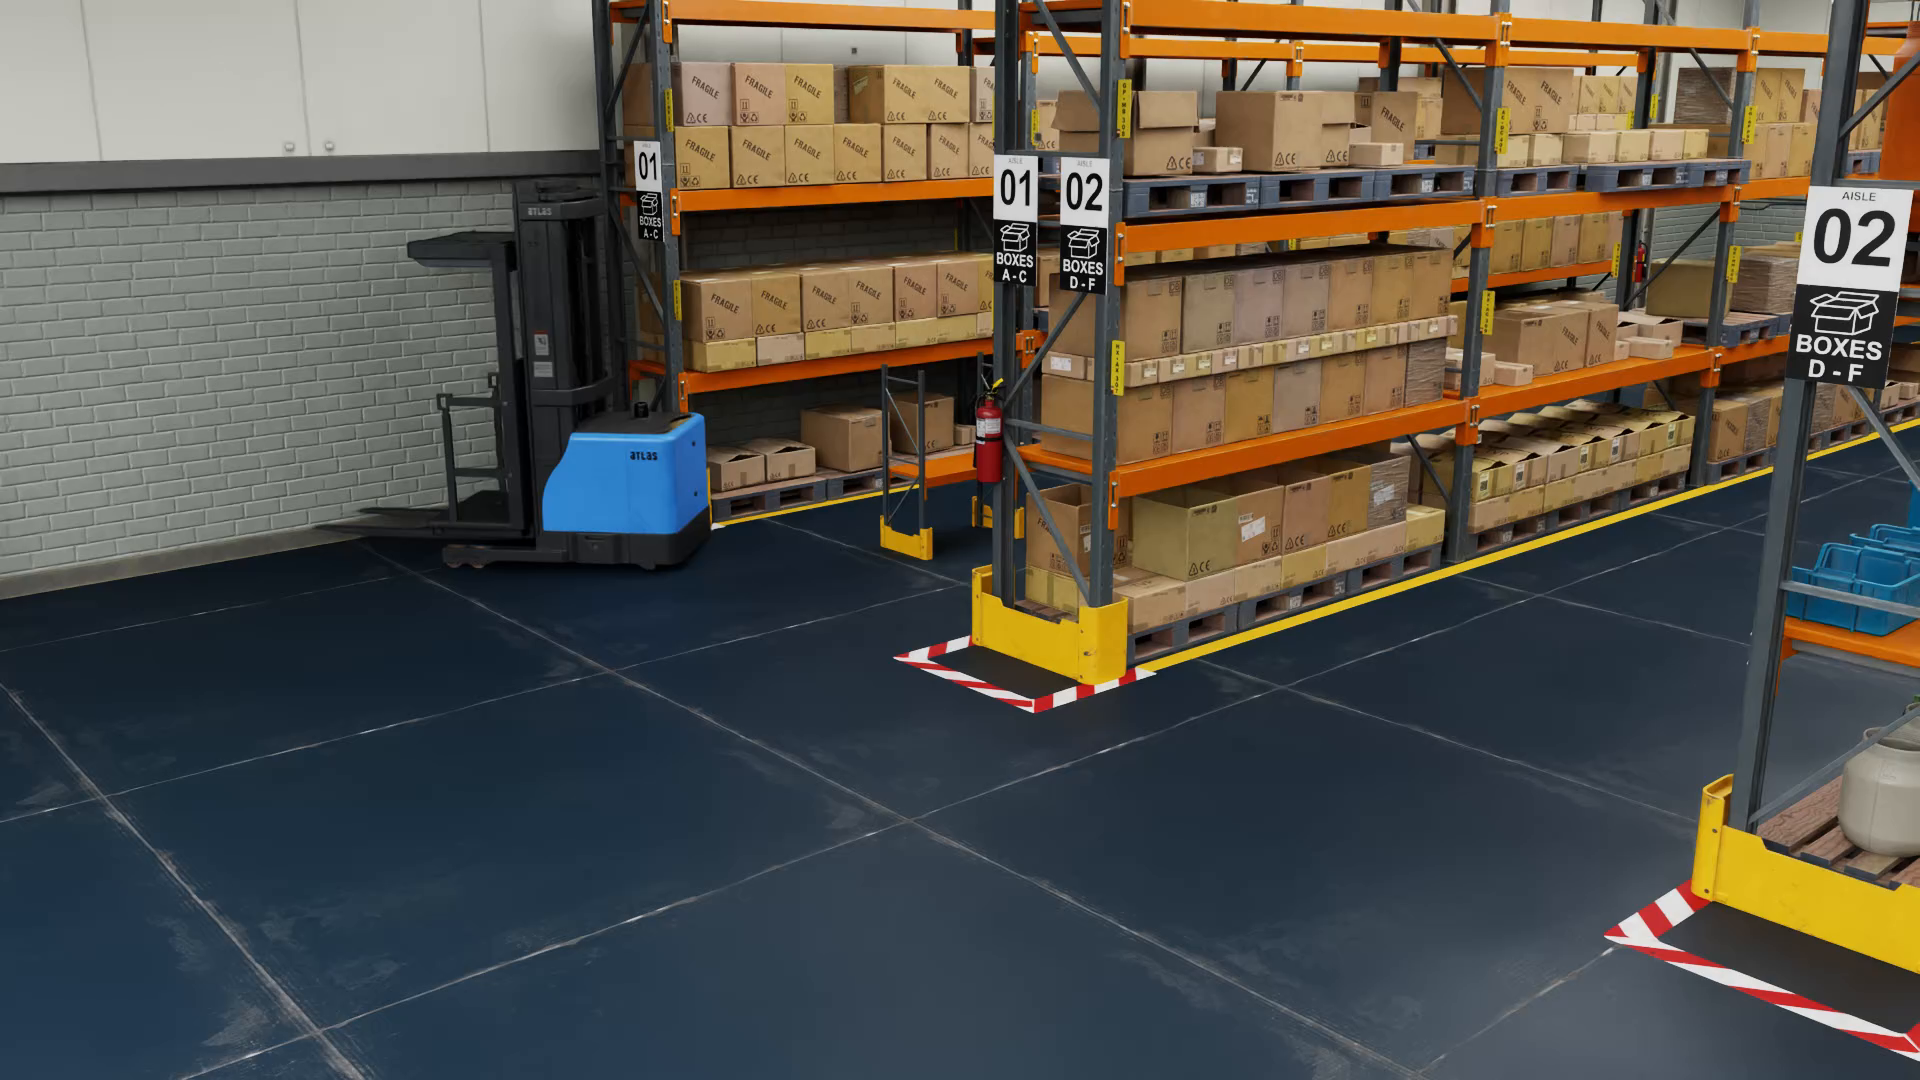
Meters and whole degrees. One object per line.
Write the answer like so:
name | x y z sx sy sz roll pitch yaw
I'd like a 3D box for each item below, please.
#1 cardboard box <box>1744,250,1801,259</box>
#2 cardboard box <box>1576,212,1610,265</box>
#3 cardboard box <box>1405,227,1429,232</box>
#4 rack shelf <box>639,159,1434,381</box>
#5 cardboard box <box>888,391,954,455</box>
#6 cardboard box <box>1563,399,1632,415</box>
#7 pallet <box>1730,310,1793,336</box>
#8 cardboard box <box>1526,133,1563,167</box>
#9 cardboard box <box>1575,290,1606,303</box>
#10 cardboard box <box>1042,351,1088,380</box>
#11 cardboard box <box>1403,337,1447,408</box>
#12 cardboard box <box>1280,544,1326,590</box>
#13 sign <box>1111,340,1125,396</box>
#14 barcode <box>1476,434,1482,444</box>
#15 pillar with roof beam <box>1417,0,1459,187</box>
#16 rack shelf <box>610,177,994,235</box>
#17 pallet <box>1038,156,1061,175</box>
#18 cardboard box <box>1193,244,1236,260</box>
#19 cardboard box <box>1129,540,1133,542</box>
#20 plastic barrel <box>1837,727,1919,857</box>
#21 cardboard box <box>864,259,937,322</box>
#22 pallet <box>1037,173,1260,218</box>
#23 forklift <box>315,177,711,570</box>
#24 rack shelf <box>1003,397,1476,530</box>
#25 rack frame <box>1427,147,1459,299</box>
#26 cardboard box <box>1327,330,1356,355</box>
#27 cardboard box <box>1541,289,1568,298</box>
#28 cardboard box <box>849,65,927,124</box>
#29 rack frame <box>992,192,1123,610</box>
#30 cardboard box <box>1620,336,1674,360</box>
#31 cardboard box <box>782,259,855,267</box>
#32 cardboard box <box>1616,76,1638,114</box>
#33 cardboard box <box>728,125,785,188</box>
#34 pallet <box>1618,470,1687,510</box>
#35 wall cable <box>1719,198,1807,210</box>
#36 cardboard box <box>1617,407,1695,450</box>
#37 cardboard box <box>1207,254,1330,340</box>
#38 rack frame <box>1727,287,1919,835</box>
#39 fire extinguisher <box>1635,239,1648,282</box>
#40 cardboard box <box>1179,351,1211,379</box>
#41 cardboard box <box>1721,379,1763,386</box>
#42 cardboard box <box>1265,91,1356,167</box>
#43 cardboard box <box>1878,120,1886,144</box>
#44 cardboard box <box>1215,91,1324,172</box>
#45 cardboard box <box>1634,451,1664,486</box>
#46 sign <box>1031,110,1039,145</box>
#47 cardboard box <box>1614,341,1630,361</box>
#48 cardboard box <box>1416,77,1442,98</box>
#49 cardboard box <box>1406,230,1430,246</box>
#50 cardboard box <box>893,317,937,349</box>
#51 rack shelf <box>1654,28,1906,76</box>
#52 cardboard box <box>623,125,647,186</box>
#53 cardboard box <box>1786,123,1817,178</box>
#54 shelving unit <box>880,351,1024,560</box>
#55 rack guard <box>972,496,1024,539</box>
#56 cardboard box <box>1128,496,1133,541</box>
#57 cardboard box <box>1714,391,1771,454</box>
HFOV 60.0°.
cardboard box | 8.346 -2.657 16.877 0.700 0.500 0.500 10 18 33
cardboard box | 8.481 -4.290 23.416 0.700 0.700 0.980 -13 20 -40
cardboard box | 5.422 -3.945 20.444 0.500 0.250 0.500 -12 19 -38
rack shelf | 1.916 -3.161 17.833 11.843 1.649 1.077 -13 19 -39
cardboard box | -0.408 -1.147 16.223 0.500 0.500 0.500 14 21 43
cardboard box | 6.033 -1.153 15.683 0.500 0.311 0.500 -12 19 -38
pallet | 8.084 -2.277 16.834 1.213 0.211 1.003 -13 19 -39
cardboard box | 4.487 -3.138 13.348 0.500 0.250 0.500 14 20 42
cardboard box | 8.961 -3.472 23.708 0.250 0.149 0.380 -13 20 -40
cardboard box | 0.749 -1.148 10.784 0.250 0.149 0.380 -13 20 -40
cardboard box | 3.272 -1.334 12.737 0.500 0.500 0.700 -13 20 -41
cardboard box | 2.269 0.140 11.928 0.500 0.250 0.500 -13 19 -39
sign | 0.945 -1.032 9.969 0.005 0.325 0.100 -13 19 -39
barcode | 4.069 -0.793 13.036 0.075 0.075 0.001 -13 19 -39
pillar with roof beam | 9.170 -6.028 18.880 0.400 9.000 9.100 -13 19 -39
rack shelf | -1.160 -3.088 15.082 4.000 0.370 1.077 -13 19 -39
pallet | 0.884 -3.768 16.595 1.003 0.211 1.213 -13 19 -39
cardboard box | 2.614 -3.083 18.432 0.700 0.500 0.500 14 20 42
cardboard box | 1.541 0.121 12.000 0.500 0.250 0.500 -13 19 -39
plastic barrel | 4.280 1.153 7.627 0.421 0.512 0.421 0 15 0
cardboard box | -0.565 -2.316 15.407 0.500 0.500 0.500 -13 20 -41
pallet | 1.136 -2.206 10.553 1.213 0.211 1.003 -13 19 -39
forklift | -3.600 -1.334 13.063 3.031 2.935 1.130 2 15 7
rack shelf | 2.094 -0.676 11.861 4.000 0.370 1.077 -13 19 -39
rack frame | 6.383 -3.681 21.718 0.127 3.000 1.000 -13 19 -39
cardboard box | 2.580 -1.421 11.807 0.250 0.149 0.380 -12 19 -38
cardboard box | 8.520 -3.503 23.826 0.250 0.149 0.380 -13 19 -39
cardboard box | -0.645 -3.993 14.903 0.500 0.500 0.500 -14 20 -41
rack frame | 0.585 -0.684 10.499 0.127 3.000 1.000 -13 19 -39
cardboard box | 6.123 -1.712 14.834 0.250 0.149 0.380 -13 19 -39
cardboard box | -1.300 -2.326 15.444 0.500 0.500 0.500 -12 19 -39
cardboard box | 9.028 -6.172 23.060 0.500 0.500 0.500 -13 20 -40
cardboard box | -1.824 -3.247 14.049 0.500 0.500 0.500 -11 19 -36
pallet | 5.974 -0.560 15.439 1.213 0.211 1.003 -13 19 -39
wall cable | 13.902 -6.645 27.208 0.112 2.526 3.097 -13 19 -39
cardboard box | 6.387 -1.048 15.290 0.500 0.311 0.500 -12 19 -38
cardboard box | 2.137 -1.706 11.615 0.500 0.500 0.700 -13 19 -39
rack frame | 3.834 0.281 6.887 0.127 3.000 1.000 -13 19 -39
fire extinguisher | 9.818 -4.077 24.072 0.183 0.674 0.296 -13 19 -39
cardboard box | 1.409 -1.158 10.821 0.250 0.149 0.380 -13 19 -39
cardboard box | 7.954 -1.426 17.268 0.500 0.500 0.500 -14 20 -41
cardboard box | 2.278 -2.877 11.611 0.637 0.503 0.797 -10 18 -33
cardboard box | 10.168 -4.369 17.805 0.500 0.250 0.500 -13 19 -39
cardboard box | 2.018 -2.680 10.881 0.500 0.500 0.500 -13 19 -39
cardboard box | 5.997 -0.689 15.033 0.500 0.250 0.500 -13 20 -40
sign | 0.710 -3.920 15.800 0.005 0.325 0.100 -13 19 -39
cardboard box | 5.695 -1.691 14.756 0.250 0.149 0.380 -11 18 -35
cardboard box | 5.633 -5.630 20.702 0.500 0.250 0.500 -11 18 -35
cardboard box | 5.438 -3.584 20.544 0.500 0.500 0.500 -13 19 -39
cardboard box | -0.561 -1.953 15.499 0.500 0.250 0.500 -13 20 -40
rack shelf | 8.129 -4.736 16.212 4.000 0.370 1.077 -13 19 -39
cardboard box | -2.521 -3.275 14.154 0.500 0.500 0.500 -11 18 -35
cardboard box | 7.704 -3.792 16.127 0.500 0.500 0.910 -13 19 -39
shelving unit | -0.058 -0.712 13.508 1.083 1.500 0.587 -13 19 -39
rack guard | 0.318 -0.192 13.985 0.087 0.250 0.587 -13 19 -39
cardboard box | 1.539 -0.242 11.905 0.500 0.500 0.500 -13 19 -39
cardboard box | 7.543 -1.156 16.255 0.500 0.500 0.500 -14 20 -41
